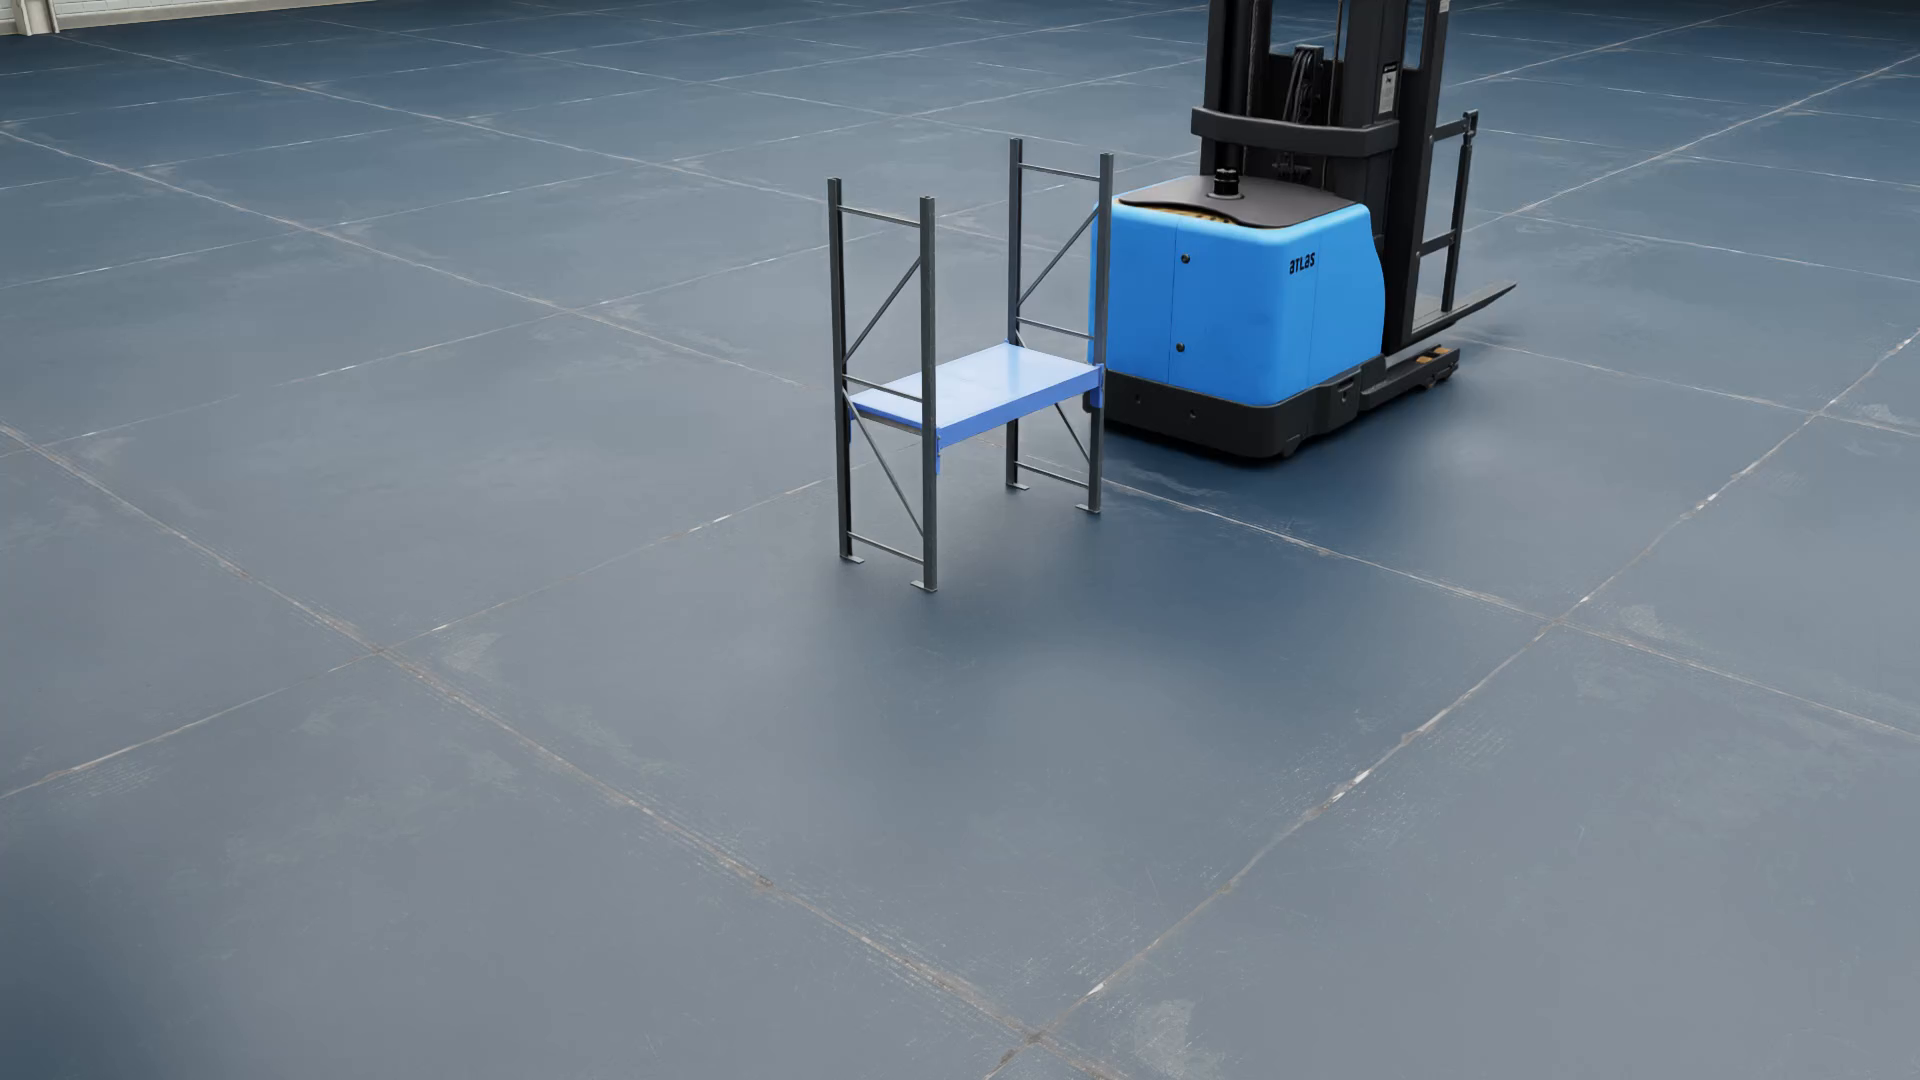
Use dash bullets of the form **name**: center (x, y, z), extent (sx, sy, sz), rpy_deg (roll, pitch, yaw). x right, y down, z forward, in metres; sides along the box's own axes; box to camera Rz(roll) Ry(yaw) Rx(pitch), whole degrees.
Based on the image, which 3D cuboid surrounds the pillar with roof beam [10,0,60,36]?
- **pillar with roof beam**: center (-8.484, -9.365, 16.638), extent (9.100, 9.000, 0.400), rpy_deg (20, 31, 38)

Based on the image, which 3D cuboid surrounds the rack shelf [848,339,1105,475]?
- **rack shelf**: center (0.057, -0.546, 6.575), extent (0.538, 0.185, 1.000), rpy_deg (20, 31, 38)

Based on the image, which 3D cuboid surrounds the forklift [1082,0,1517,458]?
- **forklift**: center (1.932, -2.225, 8.131), extent (1.130, 2.935, 3.031), rpy_deg (20, 31, 37)

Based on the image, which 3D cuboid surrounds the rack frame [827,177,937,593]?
- **rack frame**: center (-0.282, -0.555, 6.156), extent (0.500, 1.500, 0.032), rpy_deg (20, 31, 38)

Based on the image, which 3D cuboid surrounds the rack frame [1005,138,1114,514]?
- **rack frame**: center (0.396, -0.865, 6.847), extent (0.500, 1.500, 0.032), rpy_deg (20, 31, 38)

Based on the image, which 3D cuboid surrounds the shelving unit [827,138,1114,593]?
- **shelving unit**: center (0.057, -0.710, 6.501), extent (0.538, 1.500, 1.048), rpy_deg (20, 31, 38)
